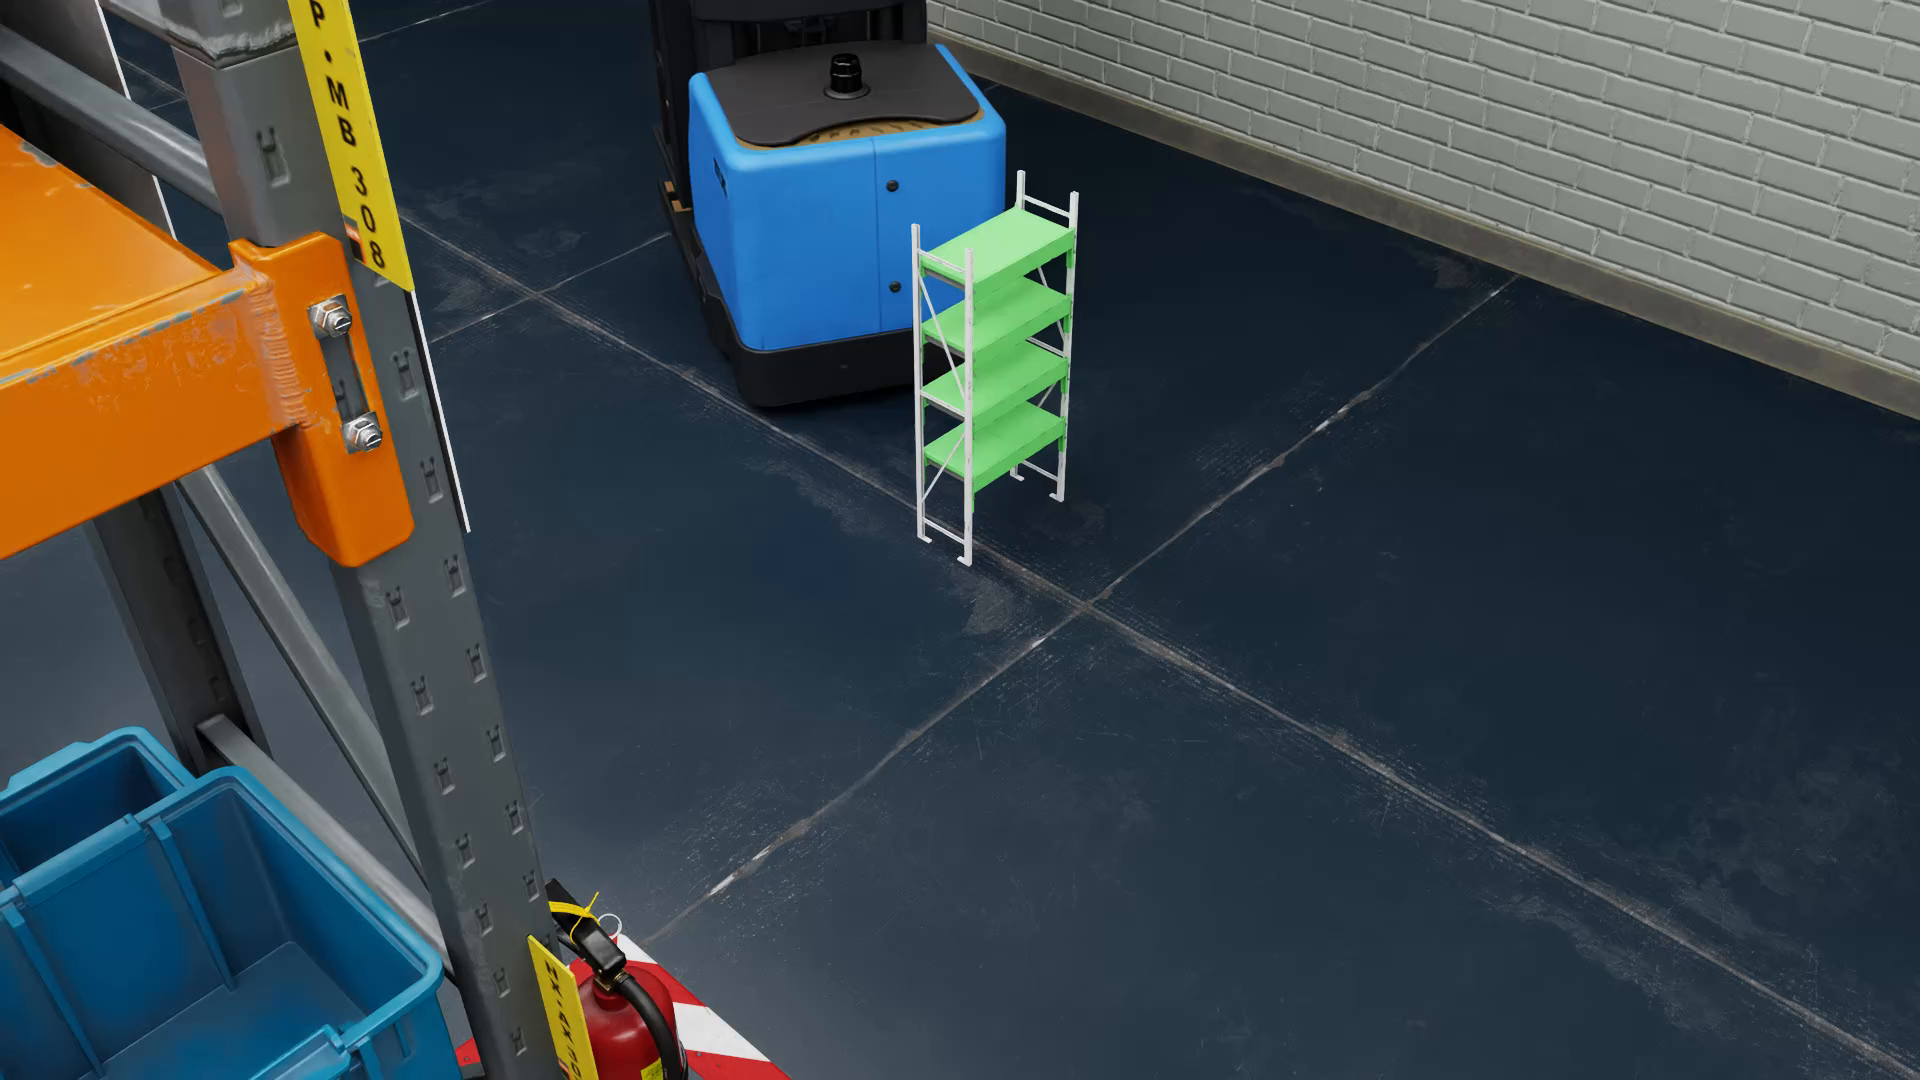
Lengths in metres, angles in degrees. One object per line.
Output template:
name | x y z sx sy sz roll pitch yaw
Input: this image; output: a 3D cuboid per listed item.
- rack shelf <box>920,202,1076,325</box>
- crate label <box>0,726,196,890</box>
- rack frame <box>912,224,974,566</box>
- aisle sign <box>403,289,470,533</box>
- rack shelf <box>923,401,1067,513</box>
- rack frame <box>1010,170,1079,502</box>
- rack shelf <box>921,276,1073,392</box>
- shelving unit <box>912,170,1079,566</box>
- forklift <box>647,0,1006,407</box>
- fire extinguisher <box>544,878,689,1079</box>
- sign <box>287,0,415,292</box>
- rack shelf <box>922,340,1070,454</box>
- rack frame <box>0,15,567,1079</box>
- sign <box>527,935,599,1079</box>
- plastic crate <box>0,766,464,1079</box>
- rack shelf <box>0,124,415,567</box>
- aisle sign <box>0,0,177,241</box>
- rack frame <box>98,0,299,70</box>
rack shelf | 0.112 -0.871 5.213 0.258 0.148 0.480 30 47 32
crate label | -1.379 0.545 2.741 0.416 0.233 0.303 30 47 32
rack frame | -0.053 -0.434 5.331 0.240 1.200 0.015 30 47 32
aisle sign | -0.705 -0.400 1.754 0.394 0.787 0.004 30 47 32
rack shelf | 0.112 -0.308 5.661 0.258 0.148 0.480 30 47 32
rack frame | 0.276 -0.658 5.613 0.240 1.200 0.015 30 47 32
rack shelf | 0.112 -0.683 5.363 0.258 0.148 0.480 30 47 32
shelving unit | 0.112 -0.546 5.472 0.258 1.200 0.503 30 47 32
forklift | -0.744 -2.571 6.628 1.130 2.935 3.031 -11 40 -14
fire extinguisher | -0.533 0.825 2.664 0.296 0.674 0.183 30 47 32
sign | -0.553 -0.382 1.494 0.100 0.325 0.005 30 47 32
rack shelf | 0.112 -0.496 5.512 0.258 0.148 0.480 30 47 32
rack frame | -0.970 0.528 2.676 1.000 3.000 0.127 30 47 32
sign | -0.553 0.687 2.345 0.100 0.325 0.005 30 47 32
plastic crate | -1.058 0.722 2.355 0.616 0.435 0.499 30 47 32
rack shelf | -2.319 0.554 0.811 1.077 0.370 4.000 30 47 32
aisle sign | -1.140 -0.648 2.066 0.394 0.787 0.004 30 47 32
rack frame | -0.970 -1.821 0.809 1.000 3.000 0.127 30 47 32
